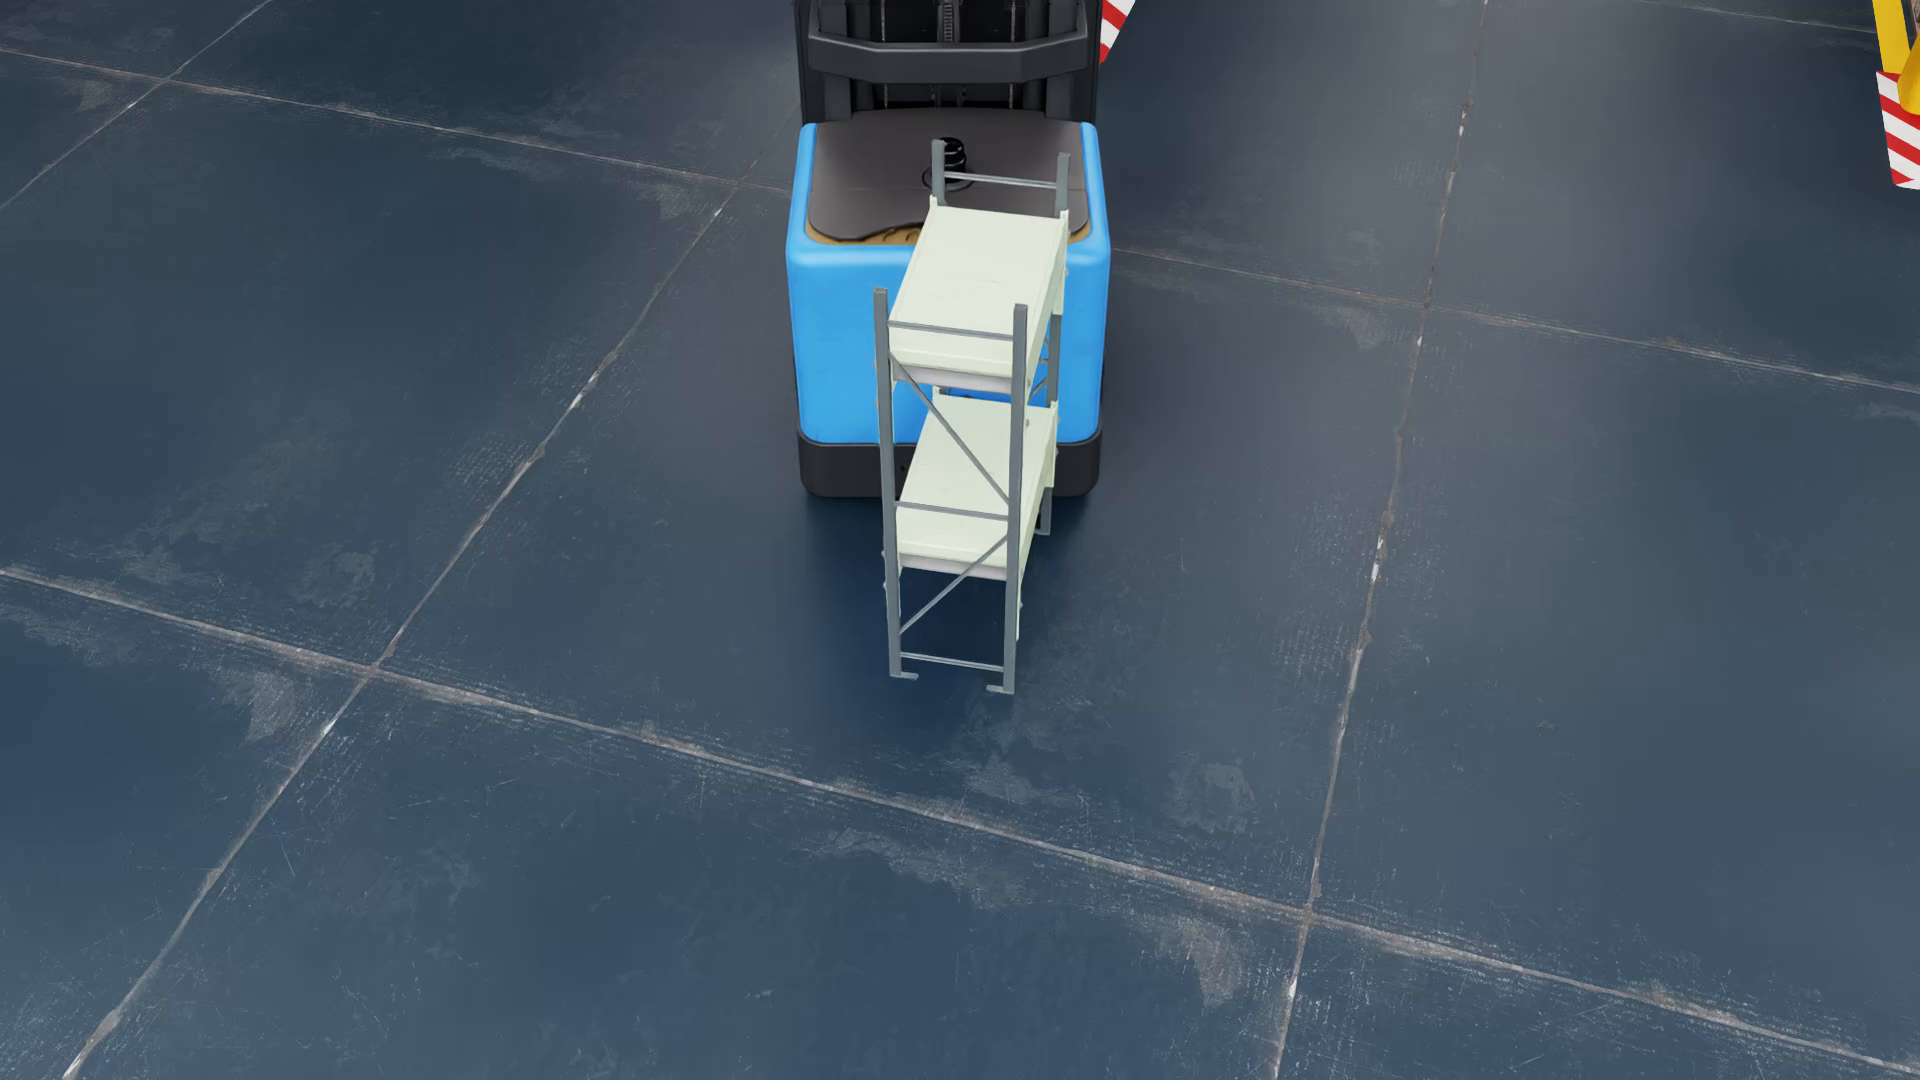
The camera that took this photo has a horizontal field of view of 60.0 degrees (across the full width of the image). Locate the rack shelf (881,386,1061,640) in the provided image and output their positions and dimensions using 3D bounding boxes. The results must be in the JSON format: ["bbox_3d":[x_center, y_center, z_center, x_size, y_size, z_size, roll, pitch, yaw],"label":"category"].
[{"bbox_3d":[0.046,-0.099,5.244,0.431,0.370,0.720,8,45,8],"label":"rack shelf"}]

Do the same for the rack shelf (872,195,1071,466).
[{"bbox_3d":[0.046,-0.610,4.744,0.431,0.370,0.720,8,45,8],"label":"rack shelf"}]

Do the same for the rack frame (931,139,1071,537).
[{"bbox_3d":[0.116,-0.583,5.273,0.400,1.500,0.023,8,45,8],"label":"rack frame"}]

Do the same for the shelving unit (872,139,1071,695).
[{"bbox_3d":[0.046,-0.332,5.016,0.431,1.500,0.755,8,45,8],"label":"shelving unit"}]

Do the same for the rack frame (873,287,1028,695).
[{"bbox_3d":[-0.025,-0.080,4.760,0.400,1.500,0.023,8,45,8],"label":"rack frame"}]

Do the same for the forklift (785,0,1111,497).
[{"bbox_3d":[-0.043,-2.205,5.908,1.130,2.935,3.031,0,44,0],"label":"forklift"}]

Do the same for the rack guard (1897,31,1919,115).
[{"bbox_3d":[5.027,-2.175,7.615,1.175,0.500,0.348,13,46,13],"label":"rack guard"}]
